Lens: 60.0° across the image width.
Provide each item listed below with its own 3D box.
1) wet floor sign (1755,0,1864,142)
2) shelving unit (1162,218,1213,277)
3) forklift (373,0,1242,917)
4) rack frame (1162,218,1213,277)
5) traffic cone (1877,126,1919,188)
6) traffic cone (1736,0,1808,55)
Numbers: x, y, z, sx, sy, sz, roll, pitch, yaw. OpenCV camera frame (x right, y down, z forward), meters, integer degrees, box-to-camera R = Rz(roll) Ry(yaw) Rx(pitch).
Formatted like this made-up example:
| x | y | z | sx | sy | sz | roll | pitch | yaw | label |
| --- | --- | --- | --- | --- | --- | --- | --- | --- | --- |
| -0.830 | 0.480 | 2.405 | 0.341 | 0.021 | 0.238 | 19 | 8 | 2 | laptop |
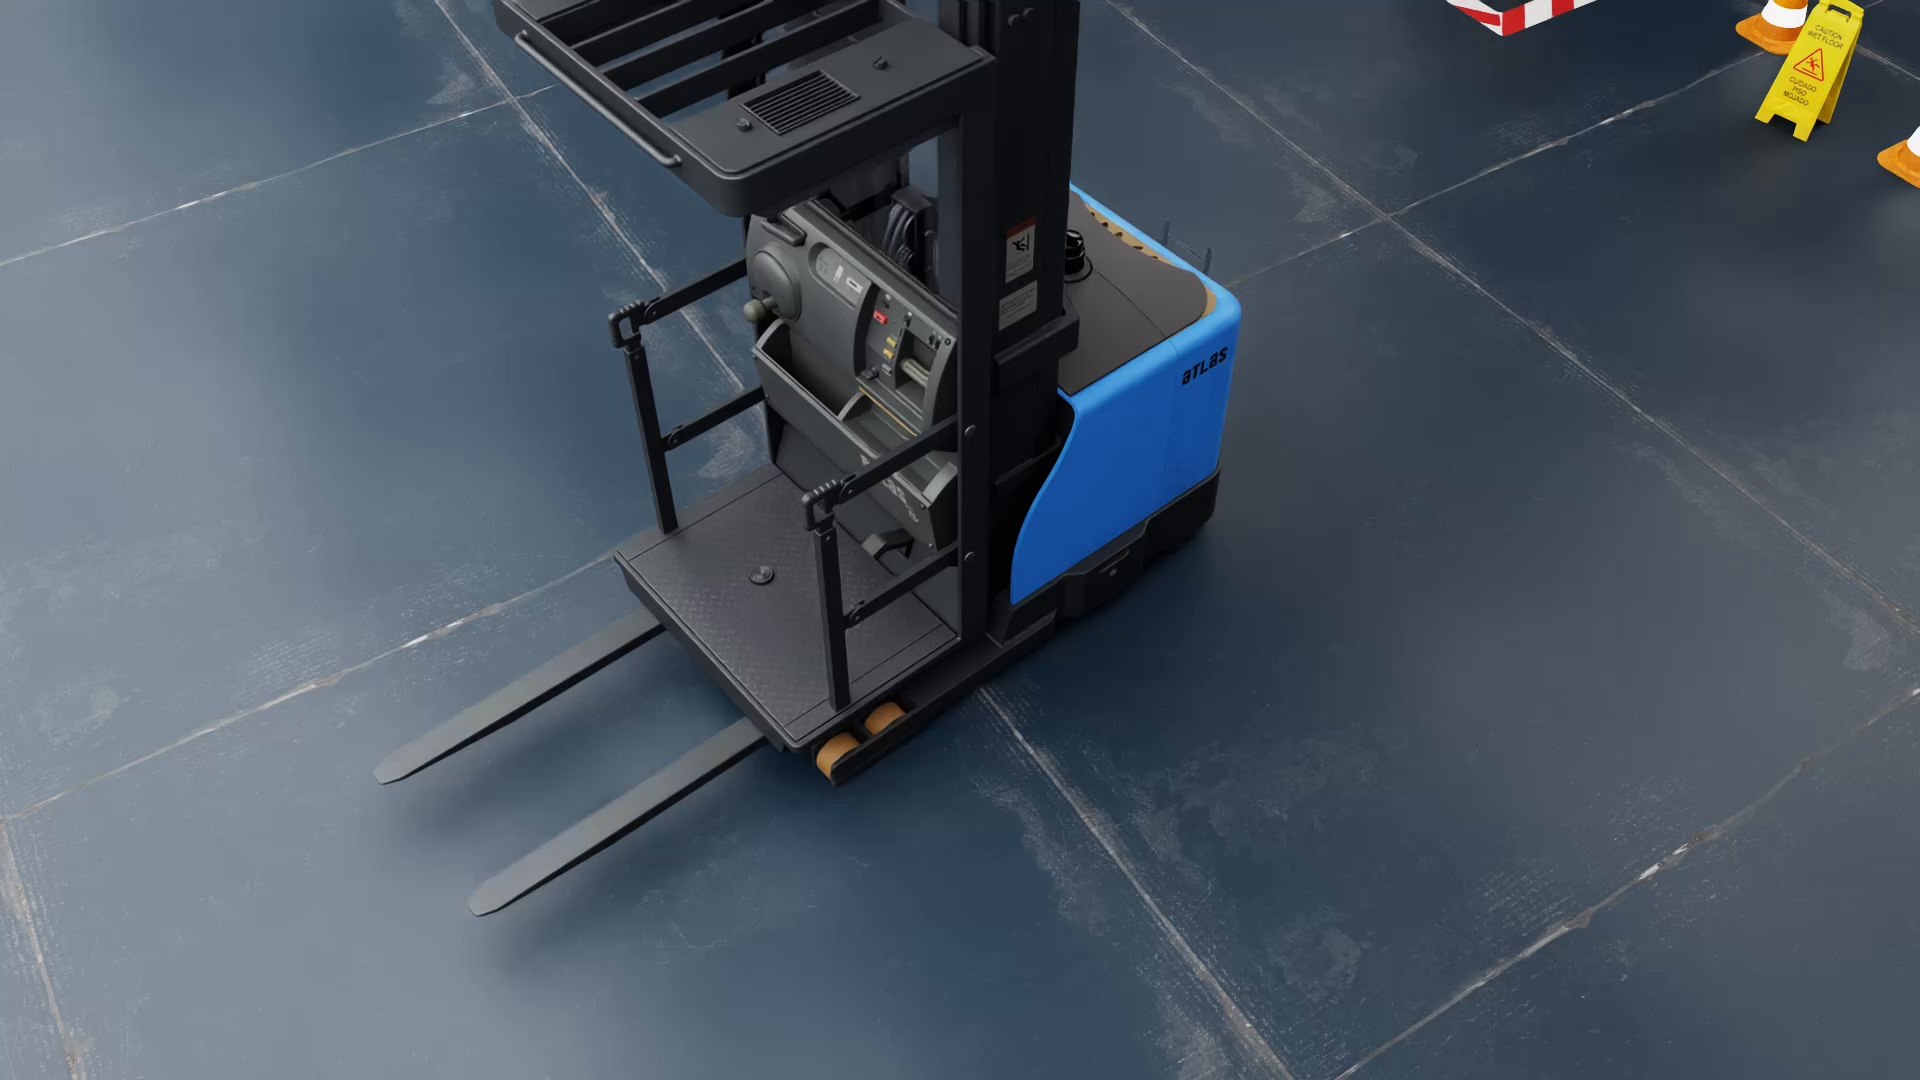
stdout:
| x | y | z | sx | sy | sz | roll | pitch | yaw | label |
| --- | --- | --- | --- | --- | --- | --- | --- | --- | --- |
| 4.034 | -2.247 | 7.819 | 0.232 | 0.644 | 0.267 | -34 | 57 | -27 | wet floor sign |
| 0.738 | -0.757 | 6.316 | 0.210 | 0.900 | 0.258 | -30 | 55 | -27 | shelving unit |
| -0.497 | -0.621 | 4.840 | 3.031 | 2.935 | 1.130 | -32 | 56 | -25 | forklift |
| 0.816 | -0.802 | 6.362 | 0.006 | 0.900 | 0.240 | -30 | 55 | -27 | rack frame |
| 4.524 | -1.914 | 7.644 | 0.334 | 0.463 | 0.336 | -25 | 53 | -21 | traffic cone |
| 4.209 | -2.763 | 8.400 | 0.334 | 0.463 | 0.336 | -25 | 53 | -21 | traffic cone |
